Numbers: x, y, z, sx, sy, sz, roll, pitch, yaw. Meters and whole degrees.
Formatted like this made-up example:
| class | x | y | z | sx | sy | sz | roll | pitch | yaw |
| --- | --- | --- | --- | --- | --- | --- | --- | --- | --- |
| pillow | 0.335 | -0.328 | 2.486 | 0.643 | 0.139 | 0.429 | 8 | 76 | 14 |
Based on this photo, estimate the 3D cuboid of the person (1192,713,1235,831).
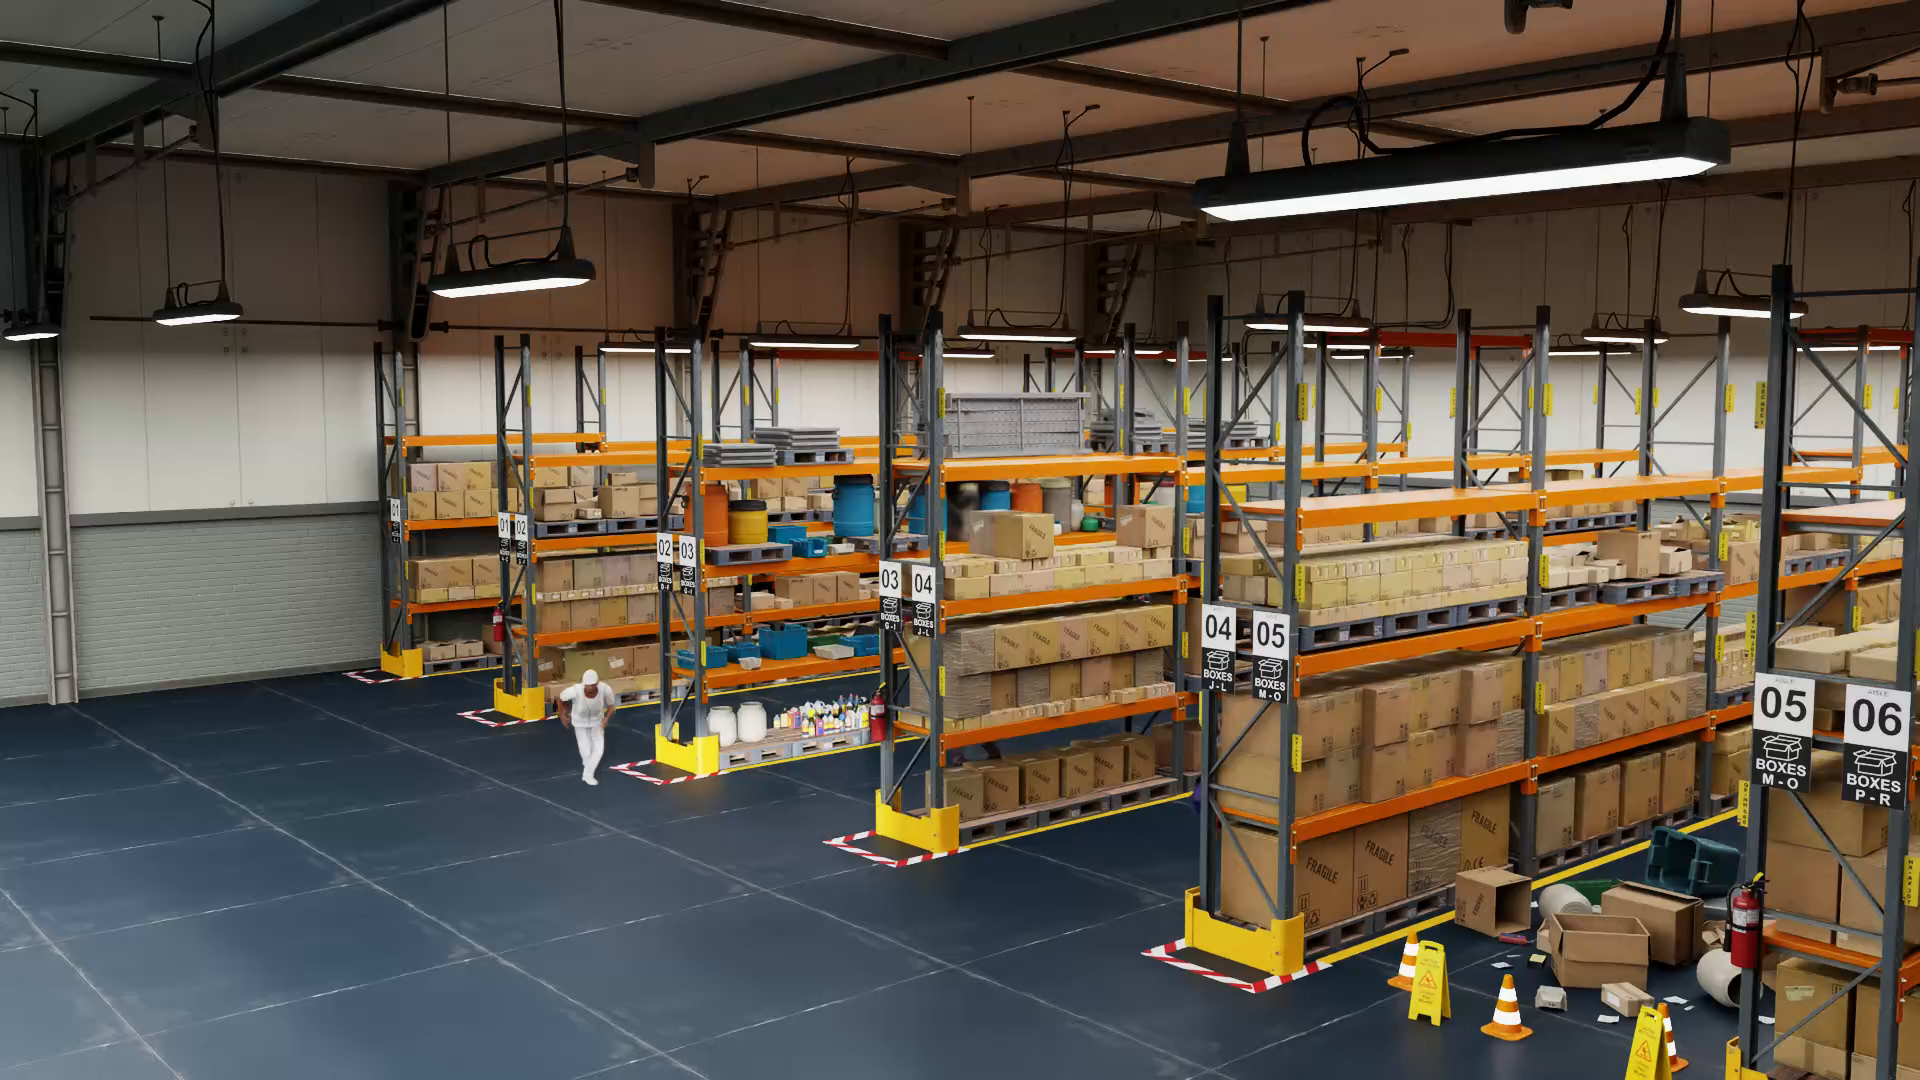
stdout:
| class | x | y | z | sx | sy | sz | roll | pitch | yaw |
| --- | --- | --- | --- | --- | --- | --- | --- | --- | --- |
| person | 2.967 | 2.674 | 18.791 | 0.604 | 1.519 | 0.957 | 4 | 7 | 39 |

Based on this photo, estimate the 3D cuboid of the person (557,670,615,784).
| class | x | y | z | sx | sy | sz | roll | pitch | yaw |
| --- | --- | --- | --- | --- | --- | --- | --- | --- | --- |
| person | -4.866 | 2.426 | 21.638 | 0.725 | 1.568 | 0.924 | -2 | 6 | -20 |

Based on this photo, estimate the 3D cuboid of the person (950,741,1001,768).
| class | x | y | z | sx | sy | sz | roll | pitch | yaw |
| --- | --- | --- | --- | --- | --- | --- | --- | --- | --- |
| person | 0.171 | 2.332 | 22.388 | 1.066 | 1.558 | 0.662 | -4 | 7 | -38 |

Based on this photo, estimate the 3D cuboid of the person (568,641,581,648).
| class | x | y | z | sx | sy | sz | roll | pitch | yaw |
| --- | --- | --- | --- | --- | --- | --- | --- | --- | --- |
| person | -6.578 | 1.754 | 28.734 | 0.797 | 1.569 | 0.529 | -5 | 7 | -43 |
